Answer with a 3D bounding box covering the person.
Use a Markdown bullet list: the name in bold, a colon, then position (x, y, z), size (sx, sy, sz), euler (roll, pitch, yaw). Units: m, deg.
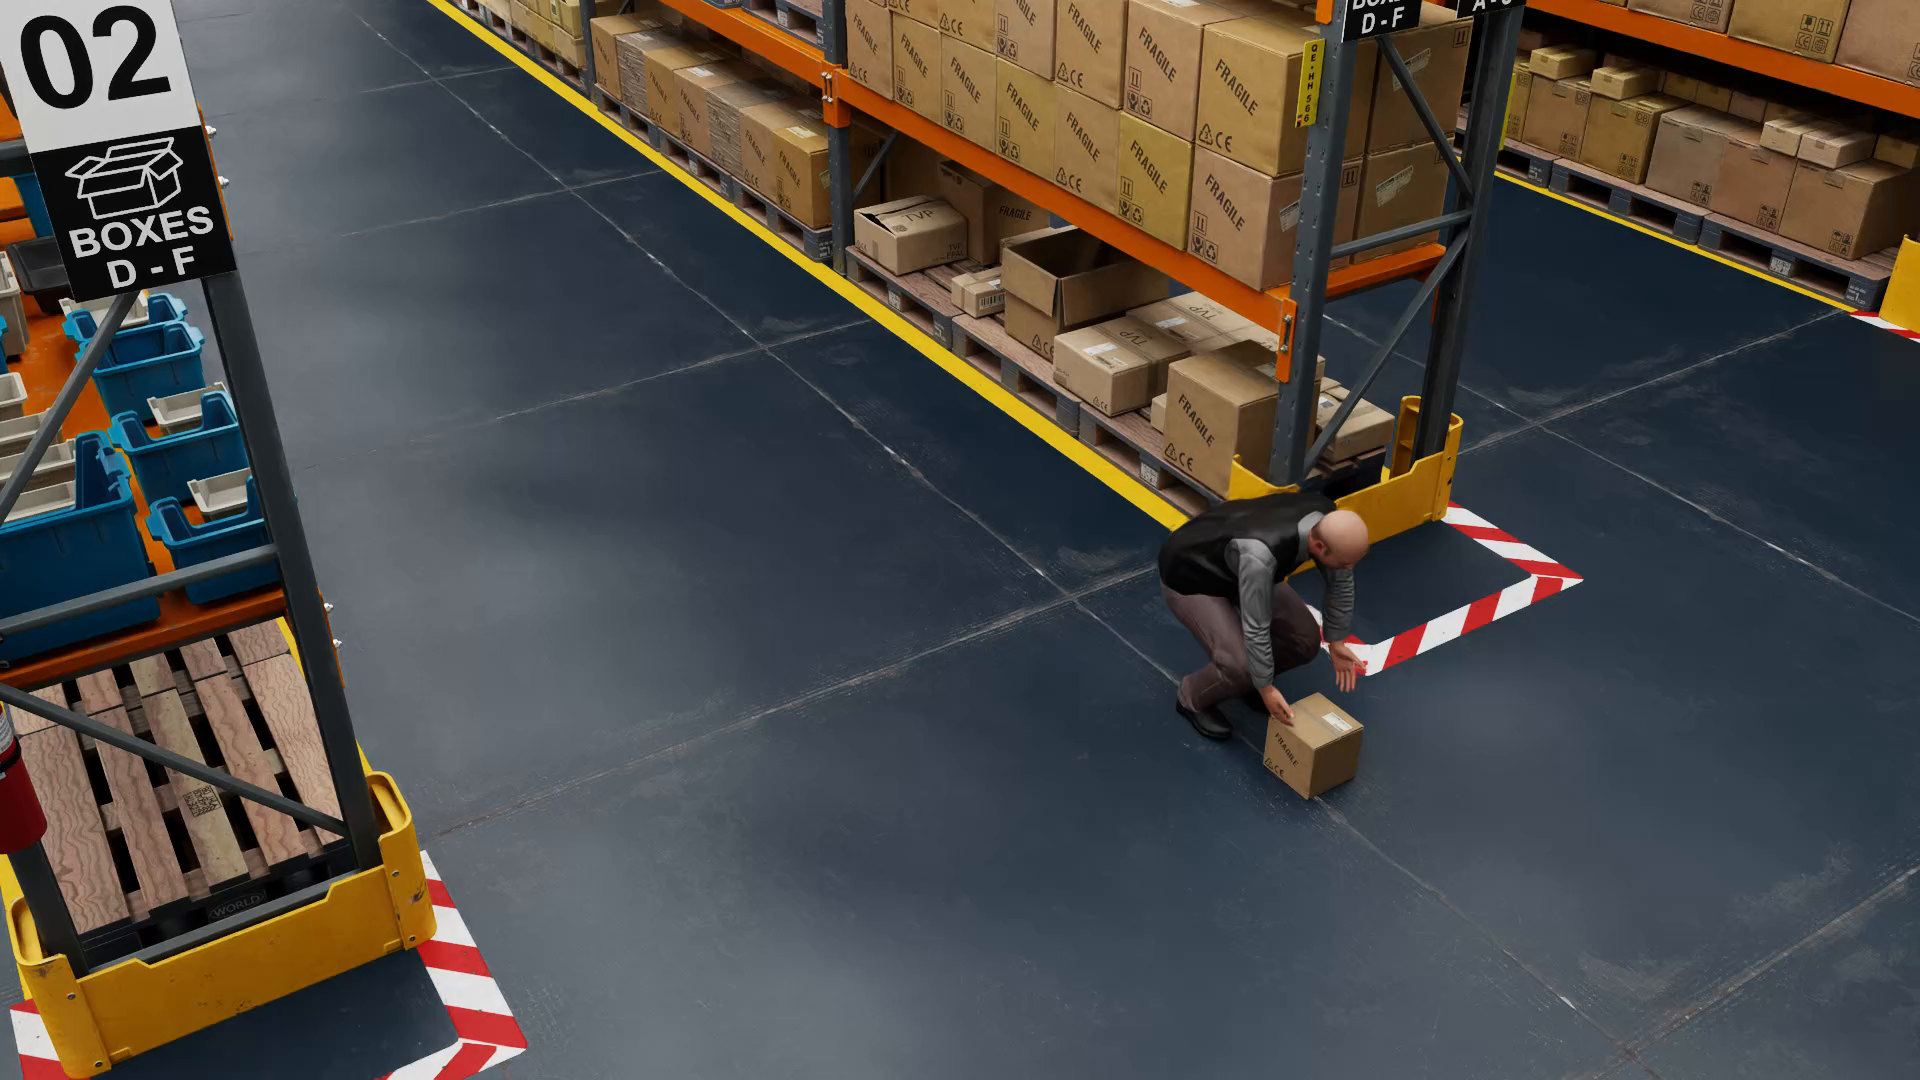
- **person**: position (1.160, 0.241, 6.355), size (0.564, 1.111, 0.831), euler (-21, 38, -29)
